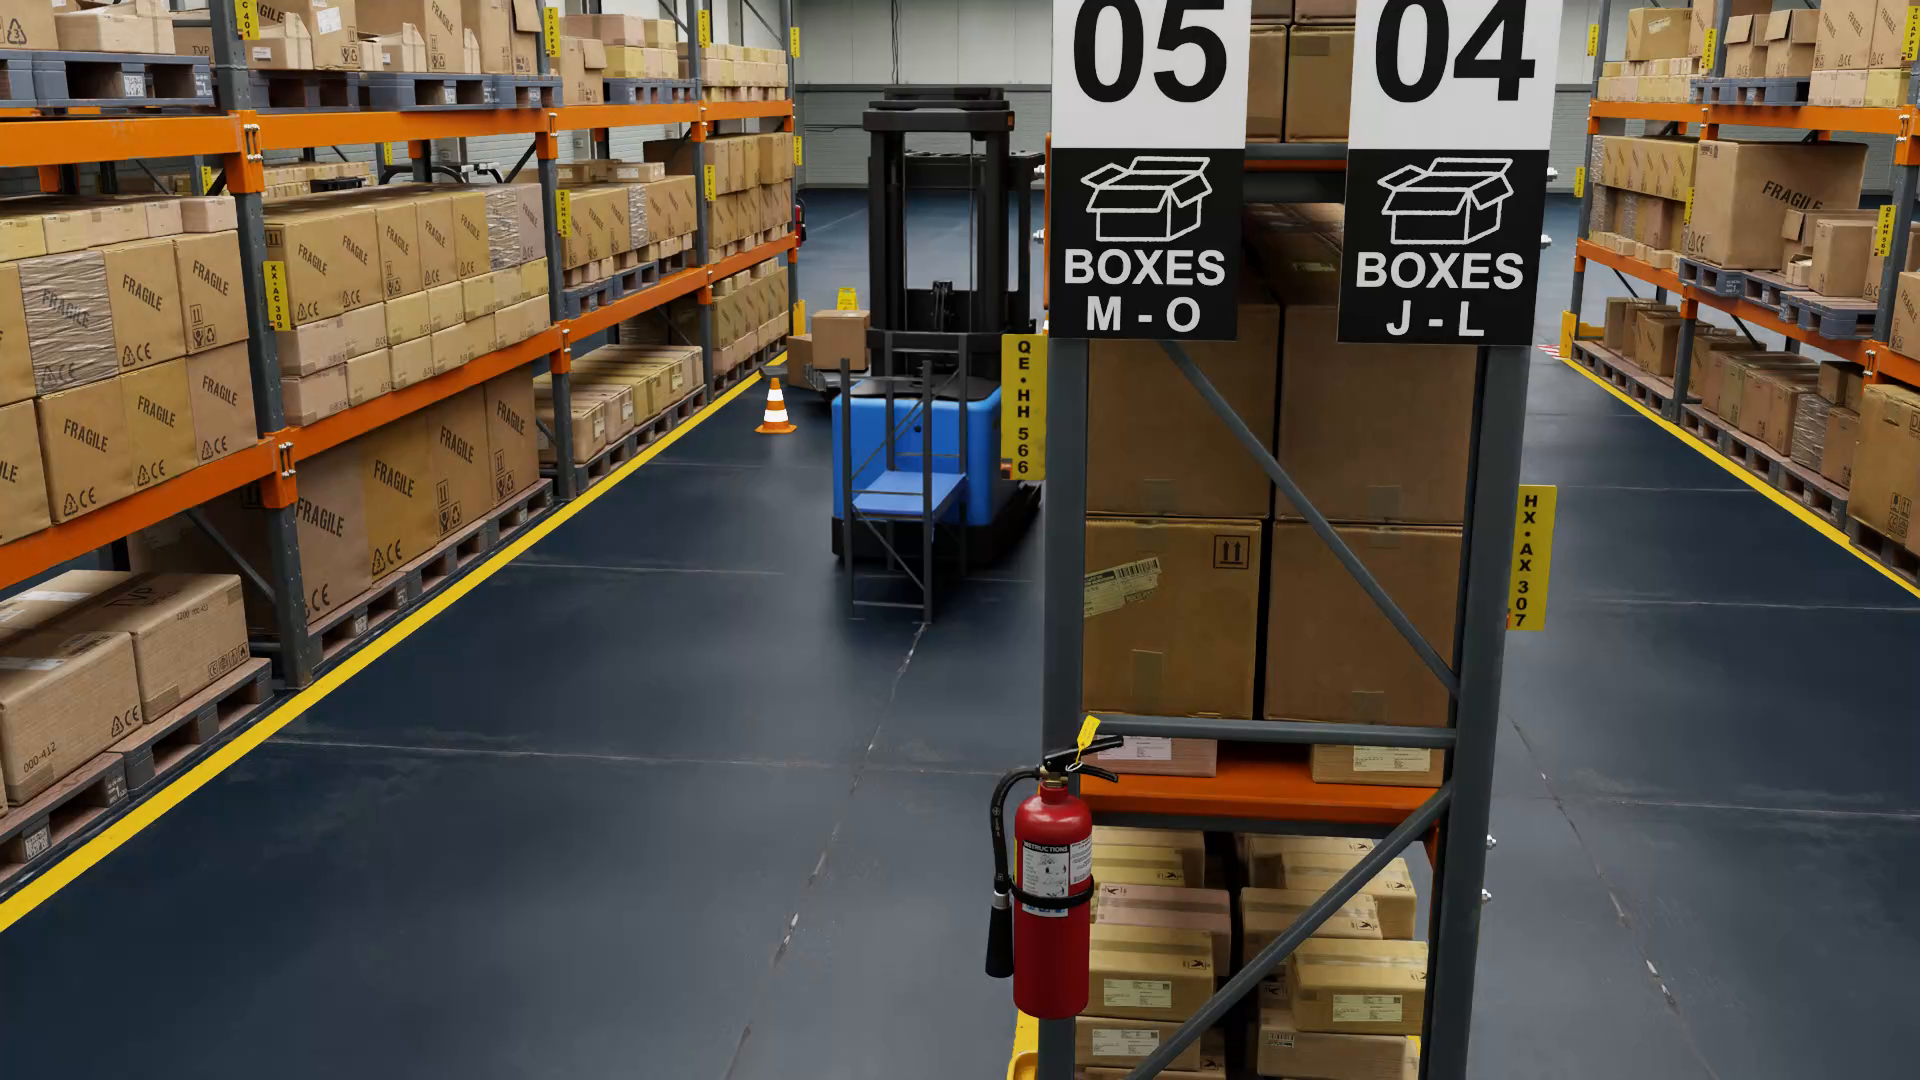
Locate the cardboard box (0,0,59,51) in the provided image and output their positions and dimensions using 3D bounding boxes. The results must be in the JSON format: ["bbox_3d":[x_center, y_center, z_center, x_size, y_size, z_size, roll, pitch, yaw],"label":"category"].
[{"bbox_3d":[-3.908,-2.113,6.289,0.797,0.503,0.637,3,15,11],"label":"cardboard box"}]

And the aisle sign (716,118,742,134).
[{"bbox_3d":[-2.735,-5.107,19.323,0.394,0.787,0.004,2,15,6],"label":"aisle sign"}]

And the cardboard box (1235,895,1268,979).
[{"bbox_3d":[1.031,1.208,5.034,0.380,0.149,0.250,2,15,7],"label":"cardboard box"}]

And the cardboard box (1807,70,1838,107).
[{"bbox_3d":[6.422,-3.226,11.886,0.500,0.250,0.500,2,15,8],"label":"cardboard box"}]

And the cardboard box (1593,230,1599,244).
[{"bbox_3d":[7.096,-3.283,18.038,0.380,0.149,0.250,2,15,6],"label":"cardboard box"}]

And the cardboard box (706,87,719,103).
[{"bbox_3d":[-2.519,-4.256,15.891,0.380,0.149,0.250,2,15,6],"label":"cardboard box"}]

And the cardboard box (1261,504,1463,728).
[{"bbox_3d":[1.015,0.142,4.129,0.500,0.500,0.500,2,15,9],"label":"cardboard box"}]

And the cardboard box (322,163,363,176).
[{"bbox_3d":[-7.195,-4.313,19.363,0.380,0.149,0.250,2,15,6],"label":"cardboard box"}]

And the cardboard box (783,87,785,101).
[{"bbox_3d":[-2.197,-5.053,18.838,0.380,0.149,0.250,2,15,7],"label":"cardboard box"}]

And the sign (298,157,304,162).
[{"bbox_3d":[-7.917,-4.446,20.049,0.100,0.325,0.005,2,15,6],"label":"sign"}]

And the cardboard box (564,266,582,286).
[{"bbox_3d":[-3.050,-1.985,12.433,0.380,0.149,0.250,1,15,3],"label":"cardboard box"}]

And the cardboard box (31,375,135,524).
[{"bbox_3d":[-3.681,-0.371,6.596,0.500,0.500,0.500,1,15,5],"label":"cardboard box"}]

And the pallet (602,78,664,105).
[{"bbox_3d":[-3.175,-3.721,13.790,1.213,0.211,1.003,2,15,6],"label":"pallet"}]

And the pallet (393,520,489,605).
[{"bbox_3d":[-3.641,0.112,10.345,1.003,0.211,1.213,2,15,6],"label":"pallet"}]

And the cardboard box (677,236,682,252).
[{"bbox_3d":[-2.717,-2.662,14.936,0.380,0.149,0.250,1,15,5],"label":"cardboard box"}]

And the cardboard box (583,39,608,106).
[{"bbox_3d":[-3.193,-3.647,12.957,0.797,0.503,0.637,2,15,6],"label":"cardboard box"}]

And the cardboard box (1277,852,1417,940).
[{"bbox_3d":[1.154,1.066,4.991,0.380,0.149,0.250,2,15,6],"label":"cardboard box"}]

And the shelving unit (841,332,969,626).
[{"bbox_3d":[-0.305,-0.387,9.722,0.538,1.500,1.048,3,15,11],"label":"shelving unit"}]

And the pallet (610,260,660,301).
[{"bbox_3d":[-3.154,-2.174,13.824,1.003,0.211,1.213,2,15,6],"label":"pallet"}]

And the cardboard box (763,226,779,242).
[{"bbox_3d":[-2.231,-3.400,18.471,0.380,0.149,0.250,2,15,7],"label":"cardboard box"}]

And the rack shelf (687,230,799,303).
[{"bbox_3d":[-2.660,-2.961,17.745,1.077,0.370,4.000,2,15,6],"label":"rack shelf"}]

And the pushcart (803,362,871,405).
[{"bbox_3d":[-0.614,-1.470,15.875,1.648,0.377,0.936,-4,16,-13],"label":"pushcart"}]

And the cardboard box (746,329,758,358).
[{"bbox_3d":[-2.444,-2.087,17.596,0.500,0.250,0.500,1,15,6],"label":"cardboard box"}]

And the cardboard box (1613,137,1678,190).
[{"bbox_3d":[6.961,-3.816,16.851,0.500,0.500,0.500,2,15,6],"label":"cardboard box"}]

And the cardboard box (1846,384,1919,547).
[{"bbox_3d":[6.411,-0.459,10.379,1.225,0.875,0.875,1,15,4],"label":"cardboard box"}]

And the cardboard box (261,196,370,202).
[{"bbox_3d":[-3.816,-1.769,9.851,0.500,0.500,0.500,2,15,7],"label":"cardboard box"}]

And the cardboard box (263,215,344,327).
[{"bbox_3d":[-3.453,-1.351,8.306,0.500,0.500,0.500,2,15,7],"label":"cardboard box"}]

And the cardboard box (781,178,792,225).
[{"bbox_3d":[-2.222,-3.870,18.967,0.500,0.500,0.500,1,15,5],"label":"cardboard box"}]

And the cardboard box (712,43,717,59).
[{"bbox_3d":[-2.525,-4.642,15.789,0.380,0.149,0.250,2,15,8],"label":"cardboard box"}]

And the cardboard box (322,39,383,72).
[{"bbox_3d":[-3.298,-2.571,8.819,0.380,0.166,0.250,1,15,2],"label":"cardboard box"}]

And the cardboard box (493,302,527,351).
[{"bbox_3d":[-3.178,-1.408,10.910,0.500,0.250,0.500,2,15,7],"label":"cardboard box"}]

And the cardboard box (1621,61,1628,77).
[{"bbox_3d":[7.019,-4.837,17.080,0.380,0.149,0.250,2,15,9],"label":"cardboard box"}]

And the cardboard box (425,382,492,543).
[{"bbox_3d":[-3.602,-0.521,10.610,0.875,0.875,0.875,2,15,7],"label":"cardboard box"}]

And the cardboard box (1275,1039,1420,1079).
[{"bbox_3d":[1.067,1.489,4.565,0.380,0.149,0.250,2,15,7],"label":"cardboard box"}]

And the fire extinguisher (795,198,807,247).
[{"bbox_3d":[-1.963,-3.806,19.639,0.296,0.674,0.183,2,15,6],"label":"fire extinguisher"}]

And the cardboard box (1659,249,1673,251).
[{"bbox_3d":[6.896,-2.698,15.874,0.380,0.149,0.250,2,15,6],"label":"cardboard box"}]

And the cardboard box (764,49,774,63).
[{"bbox_3d":[-2.257,-5.310,18.260,0.380,0.149,0.250,2,15,6],"label":"cardboard box"}]

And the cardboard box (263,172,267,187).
[{"bbox_3d":[-7.396,-3.715,17.149,0.380,0.149,0.250,2,15,8],"label":"cardboard box"}]

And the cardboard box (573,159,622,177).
[{"bbox_3d":[-3.290,-3.386,15.129,0.380,0.149,0.250,2,15,6],"label":"cardboard box"}]

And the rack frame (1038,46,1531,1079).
[{"bbox_3d":[0.690,0.442,3.780,1.000,3.000,0.127,2,15,6],"label":"rack frame"}]

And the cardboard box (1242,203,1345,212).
[{"bbox_3d":[1.357,-1.140,6.954,0.500,0.500,0.500,1,15,4],"label":"cardboard box"}]

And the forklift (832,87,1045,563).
[{"bbox_3d":[-0.023,-1.610,11.502,1.130,2.935,3.031,3,15,11],"label":"forklift"}]

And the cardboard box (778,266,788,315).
[{"bbox_3d":[-2.265,-2.849,18.979,0.500,0.500,0.500,2,15,7],"label":"cardboard box"}]

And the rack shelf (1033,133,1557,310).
[{"bbox_3d":[0.916,-1.177,5.401,1.077,0.370,4.000,2,15,6],"label":"rack shelf"}]

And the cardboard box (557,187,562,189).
[{"bbox_3d":[-3.459,-2.538,13.237,0.500,0.500,0.500,1,15,2],"label":"cardboard box"}]

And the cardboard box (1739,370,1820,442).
[{"bbox_3d":[6.735,-1.077,13.343,0.700,0.500,0.500,0,15,1],"label":"cardboard box"}]

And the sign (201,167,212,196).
[{"bbox_3d":[-7.278,-3.442,16.079,0.100,0.325,0.005,2,15,6],"label":"sign"}]

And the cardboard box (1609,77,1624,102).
[{"bbox_3d":[7.049,-4.660,17.189,0.500,0.250,0.500,1,15,5],"label":"cardboard box"}]

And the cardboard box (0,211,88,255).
[{"bbox_3d":[-3.685,-1.208,6.533,0.380,0.149,0.250,2,15,6],"label":"cardboard box"}]

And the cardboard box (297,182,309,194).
[{"bbox_3d":[-7.365,-3.840,18.183,0.380,0.149,0.250,2,15,6],"label":"cardboard box"}]

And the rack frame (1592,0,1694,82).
[{"bbox_3d":[7.413,-6.431,17.707,1.000,3.000,0.127,2,15,6],"label":"rack frame"}]

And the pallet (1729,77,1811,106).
[{"bbox_3d":[6.672,-3.429,12.711,1.213,0.211,1.003,2,15,6],"label":"pallet"}]
